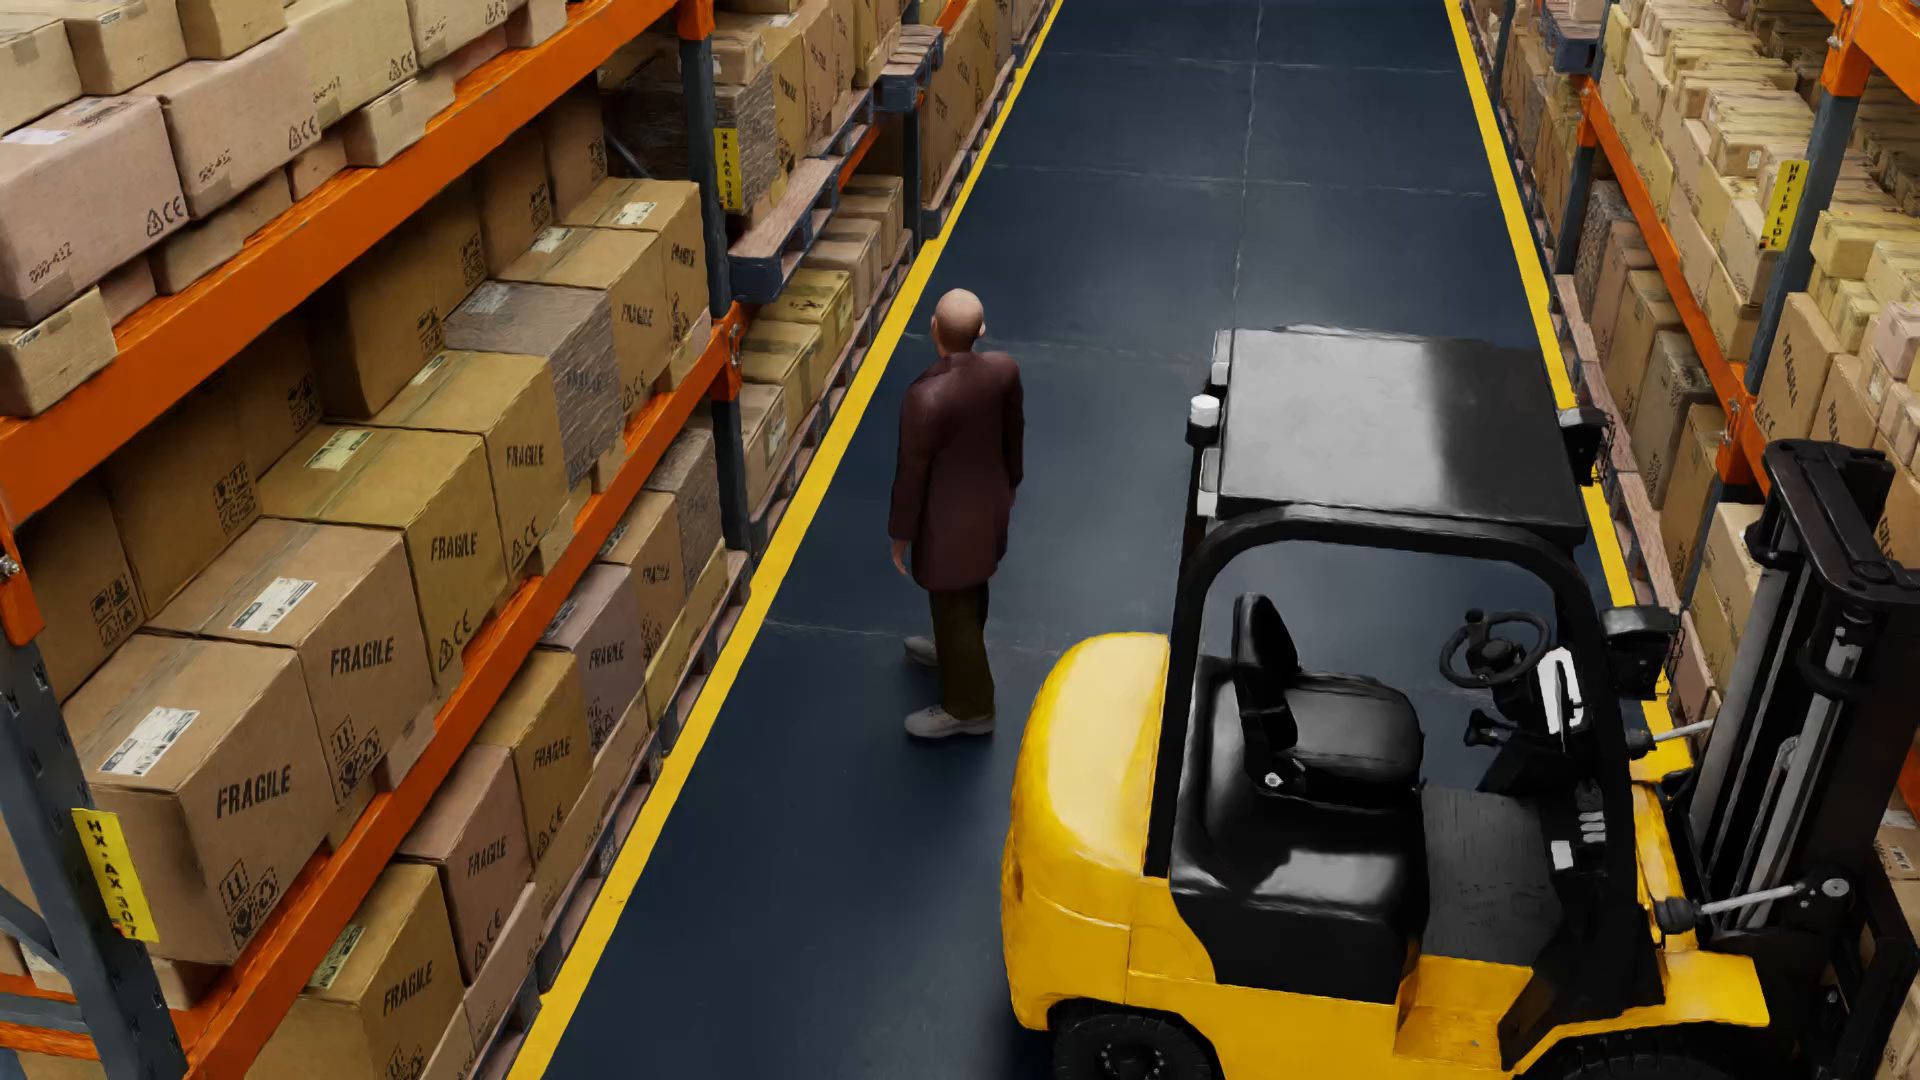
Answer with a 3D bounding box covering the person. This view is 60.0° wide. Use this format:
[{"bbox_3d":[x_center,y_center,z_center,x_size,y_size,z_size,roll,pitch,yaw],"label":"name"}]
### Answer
[{"bbox_3d":[-0.046,-0.133,6.310,0.629,1.777,0.675,24,39,33],"label":"person"}]
